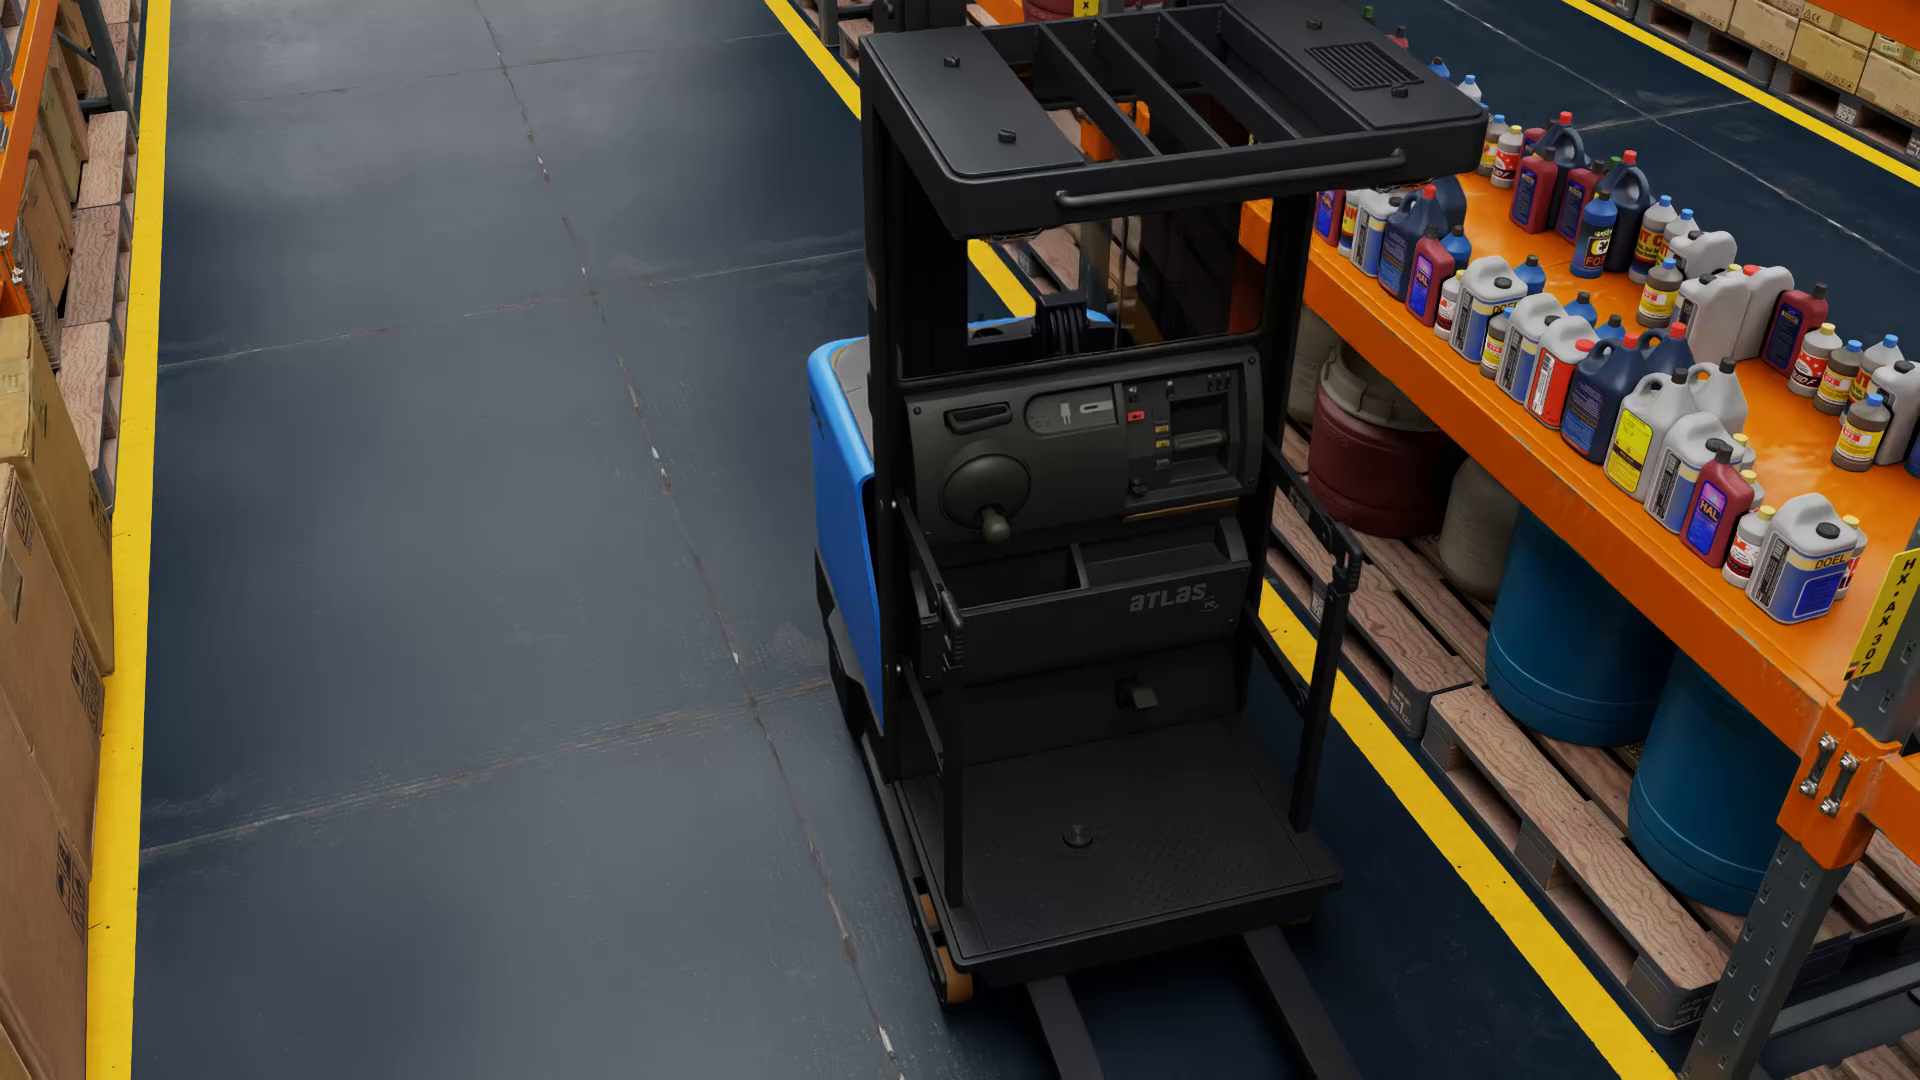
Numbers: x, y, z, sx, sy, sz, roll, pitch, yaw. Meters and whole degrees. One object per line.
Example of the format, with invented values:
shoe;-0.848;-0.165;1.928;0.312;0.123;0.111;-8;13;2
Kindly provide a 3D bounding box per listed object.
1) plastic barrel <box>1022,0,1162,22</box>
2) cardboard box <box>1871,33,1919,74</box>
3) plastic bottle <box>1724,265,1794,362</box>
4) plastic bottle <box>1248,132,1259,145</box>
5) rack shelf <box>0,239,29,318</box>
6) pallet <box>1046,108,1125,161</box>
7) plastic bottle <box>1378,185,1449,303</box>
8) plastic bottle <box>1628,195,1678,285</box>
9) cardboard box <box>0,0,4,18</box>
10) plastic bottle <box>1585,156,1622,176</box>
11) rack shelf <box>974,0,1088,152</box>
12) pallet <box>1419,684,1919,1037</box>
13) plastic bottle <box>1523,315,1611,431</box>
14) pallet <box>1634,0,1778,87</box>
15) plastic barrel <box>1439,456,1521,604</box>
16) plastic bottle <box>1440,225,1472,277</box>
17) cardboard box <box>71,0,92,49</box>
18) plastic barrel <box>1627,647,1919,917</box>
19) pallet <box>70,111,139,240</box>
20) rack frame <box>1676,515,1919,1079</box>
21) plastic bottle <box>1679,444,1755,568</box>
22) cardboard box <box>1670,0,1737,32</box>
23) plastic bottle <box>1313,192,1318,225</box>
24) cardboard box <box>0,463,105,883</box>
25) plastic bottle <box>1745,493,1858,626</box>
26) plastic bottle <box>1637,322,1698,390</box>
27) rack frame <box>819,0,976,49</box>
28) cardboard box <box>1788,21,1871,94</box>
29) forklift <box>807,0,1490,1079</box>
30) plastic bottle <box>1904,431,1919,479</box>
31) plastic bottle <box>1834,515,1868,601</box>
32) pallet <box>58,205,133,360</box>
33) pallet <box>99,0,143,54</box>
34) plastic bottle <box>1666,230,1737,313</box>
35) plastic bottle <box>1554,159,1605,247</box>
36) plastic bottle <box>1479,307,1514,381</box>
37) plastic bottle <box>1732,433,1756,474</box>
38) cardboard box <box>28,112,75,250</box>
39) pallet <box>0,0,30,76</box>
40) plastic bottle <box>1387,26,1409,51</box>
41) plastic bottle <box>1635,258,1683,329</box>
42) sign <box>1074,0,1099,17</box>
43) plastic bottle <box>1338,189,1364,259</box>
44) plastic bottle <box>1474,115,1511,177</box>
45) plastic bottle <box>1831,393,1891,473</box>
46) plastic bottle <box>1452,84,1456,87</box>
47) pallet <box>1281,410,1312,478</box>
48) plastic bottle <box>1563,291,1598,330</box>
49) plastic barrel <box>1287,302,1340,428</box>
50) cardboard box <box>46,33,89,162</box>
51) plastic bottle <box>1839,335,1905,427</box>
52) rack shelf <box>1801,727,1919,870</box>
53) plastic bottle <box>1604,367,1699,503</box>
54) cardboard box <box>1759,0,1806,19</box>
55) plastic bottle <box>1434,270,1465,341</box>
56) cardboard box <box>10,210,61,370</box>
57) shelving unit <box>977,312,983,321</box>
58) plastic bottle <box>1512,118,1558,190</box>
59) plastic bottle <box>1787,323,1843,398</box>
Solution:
plastic barrel;0.553;-2.367;6.786;0.600;0.536;0.708;-12;39;-16
cardboard box;5.238;-2.675;8.778;0.500;0.311;0.500;-11;38;-15
plastic bottle;2.254;-0.667;4.746;0.152;0.276;0.135;-12;39;-16
plastic bottle;1.005;-1.409;5.724;0.061;0.283;0.133;-12;39;-16
rack shelf;-2.965;0.330;3.917;1.077;0.370;4.000;-12;39;-16
pallet;0.351;-2.133;8.906;1.003;0.211;1.213;-12;39;-16
plastic bottle;1.371;-0.907;5.003;0.144;0.351;0.185;-12;39;-16
plastic bottle;2.126;-0.923;5.089;0.097;0.271;0.097;0;37;0
cardboard box;-4.014;-2.190;6.440;0.500;0.250;0.500;-14;39;-17
plastic bottle;2.040;-1.101;5.315;0.061;0.283;0.133;-12;39;-16
rack shelf;0.309;-2.955;8.278;1.077;0.370;4.000;-12;39;-16
pallet;2.148;0.816;4.991;1.003;0.211;1.213;-12;39;-16
plastic bottle;1.636;-0.451;4.458;0.152;0.276;0.135;-12;39;-16
pallet;4.987;-3.184;10.301;1.003;0.211;1.213;-12;39;-16
plastic barrel;1.849;-0.076;5.576;0.421;0.512;0.421;0;37;0
plastic bottle;1.455;-0.804;4.931;0.097;0.271;0.097;0;37;0
cardboard box;-5.334;-3.073;9.565;0.500;0.500;0.500;-1;37;-1
plastic barrel;2.203;0.506;4.480;0.600;0.901;0.708;-12;39;-16
pallet;-4.760;-1.794;8.456;1.003;0.211;1.213;-12;39;-16
rack frame;2.374;0.147;3.562;1.000;3.000;0.127;-12;39;-16
plastic bottle;1.812;-0.084;3.965;0.061;0.283;0.133;-12;39;-16
cardboard box;4.709;-3.318;10.098;0.500;0.250;0.500;-12;39;-15
plastic bottle;1.175;-1.157;5.400;0.097;0.271;0.097;0;37;0
cardboard box;-3.136;0.493;4.520;1.225;0.875;0.875;-12;39;-16
plastic bottle;1.935;0.040;3.806;0.152;0.276;0.135;-12;39;-16
plastic bottle;1.822;-0.419;4.355;0.144;0.351;0.185;-12;39;-16
rack frame;-0.379;-4.373;9.562;1.000;3.000;0.127;-12;39;-16
cardboard box;5.059;-2.743;9.335;0.500;0.250;0.500;-13;39;-16
forklift;0.386;-0.166;4.034;1.130;2.935;3.031;-10;38;-12
plastic bottle;2.512;-0.289;4.248;0.097;0.271;0.097;0;37;0
plastic bottle;2.045;0.034;3.877;0.097;0.201;0.097;0;37;0
pallet;-4.337;-1.103;7.540;1.003;0.211;1.213;-12;39;-16
pallet;-5.717;-3.296;10.450;1.003;0.211;1.213;-12;39;-16
plastic bottle;2.174;-0.798;4.920;0.152;0.276;0.135;-12;39;-16
plastic bottle;1.983;-1.088;5.298;0.061;0.283;0.133;-12;39;-16
plastic bottle;1.524;-0.557;4.661;0.097;0.201;0.097;0;37;0
plastic bottle;1.920;-0.172;4.151;0.097;0.201;0.097;0;37;0
cardboard box;-4.499;-1.584;7.571;0.700;0.500;0.500;-16;40;-20
pallet;-4.373;-2.121;6.732;1.003;0.211;1.213;-12;39;-16
plastic bottle;1.617;-1.796;6.238;0.061;0.283;0.133;-12;39;-16
plastic bottle;2.063;-0.732;4.894;0.097;0.201;0.097;0;37;0
sign;0.483;-2.060;6.356;0.100;0.325;0.005;-12;39;-16
plastic bottle;1.254;-1.027;5.227;0.097;0.271;0.097;0;37;0
plastic bottle;1.840;-1.364;5.733;0.097;0.201;0.097;0;37;0
plastic bottle;2.336;-0.285;4.300;0.097;0.201;0.097;0;37;0
plastic bottle;1.740;-1.529;5.952;0.097;0.201;0.097;0;37;0
pallet;1.308;-0.562;6.821;1.003;0.211;1.213;-12;39;-16
plastic bottle;1.700;-0.561;4.609;0.097;0.271;0.097;0;37;0
plastic barrel;1.460;-0.714;6.423;0.421;0.512;0.421;0;37;0
cardboard box;-4.838;-2.173;8.354;0.700;0.500;0.500;-15;40;-19
plastic bottle;2.432;-0.420;4.422;0.097;0.271;0.097;0;37;0
rack shelf;3.062;1.564;2.279;1.077;0.370;4.000;-12;39;-16
plastic bottle;1.750;-0.285;4.176;0.144;0.351;0.185;-12;39;-16
cardboard box;4.882;-3.253;9.545;0.500;0.311;0.500;-13;39;-16
plastic bottle;1.444;-0.688;4.835;0.097;0.201;0.097;0;37;0
cardboard box;-4.105;-0.950;6.730;0.700;0.500;0.500;-16;40;-20
shelving unit;0.003;-0.355;5.973;0.258;0.900;0.210;-12;39;-16
plastic bottle;1.930;-1.281;5.554;0.061;0.283;0.133;-12;39;-16
plastic bottle;2.365;-0.502;4.589;0.097;0.201;0.097;0;37;0
